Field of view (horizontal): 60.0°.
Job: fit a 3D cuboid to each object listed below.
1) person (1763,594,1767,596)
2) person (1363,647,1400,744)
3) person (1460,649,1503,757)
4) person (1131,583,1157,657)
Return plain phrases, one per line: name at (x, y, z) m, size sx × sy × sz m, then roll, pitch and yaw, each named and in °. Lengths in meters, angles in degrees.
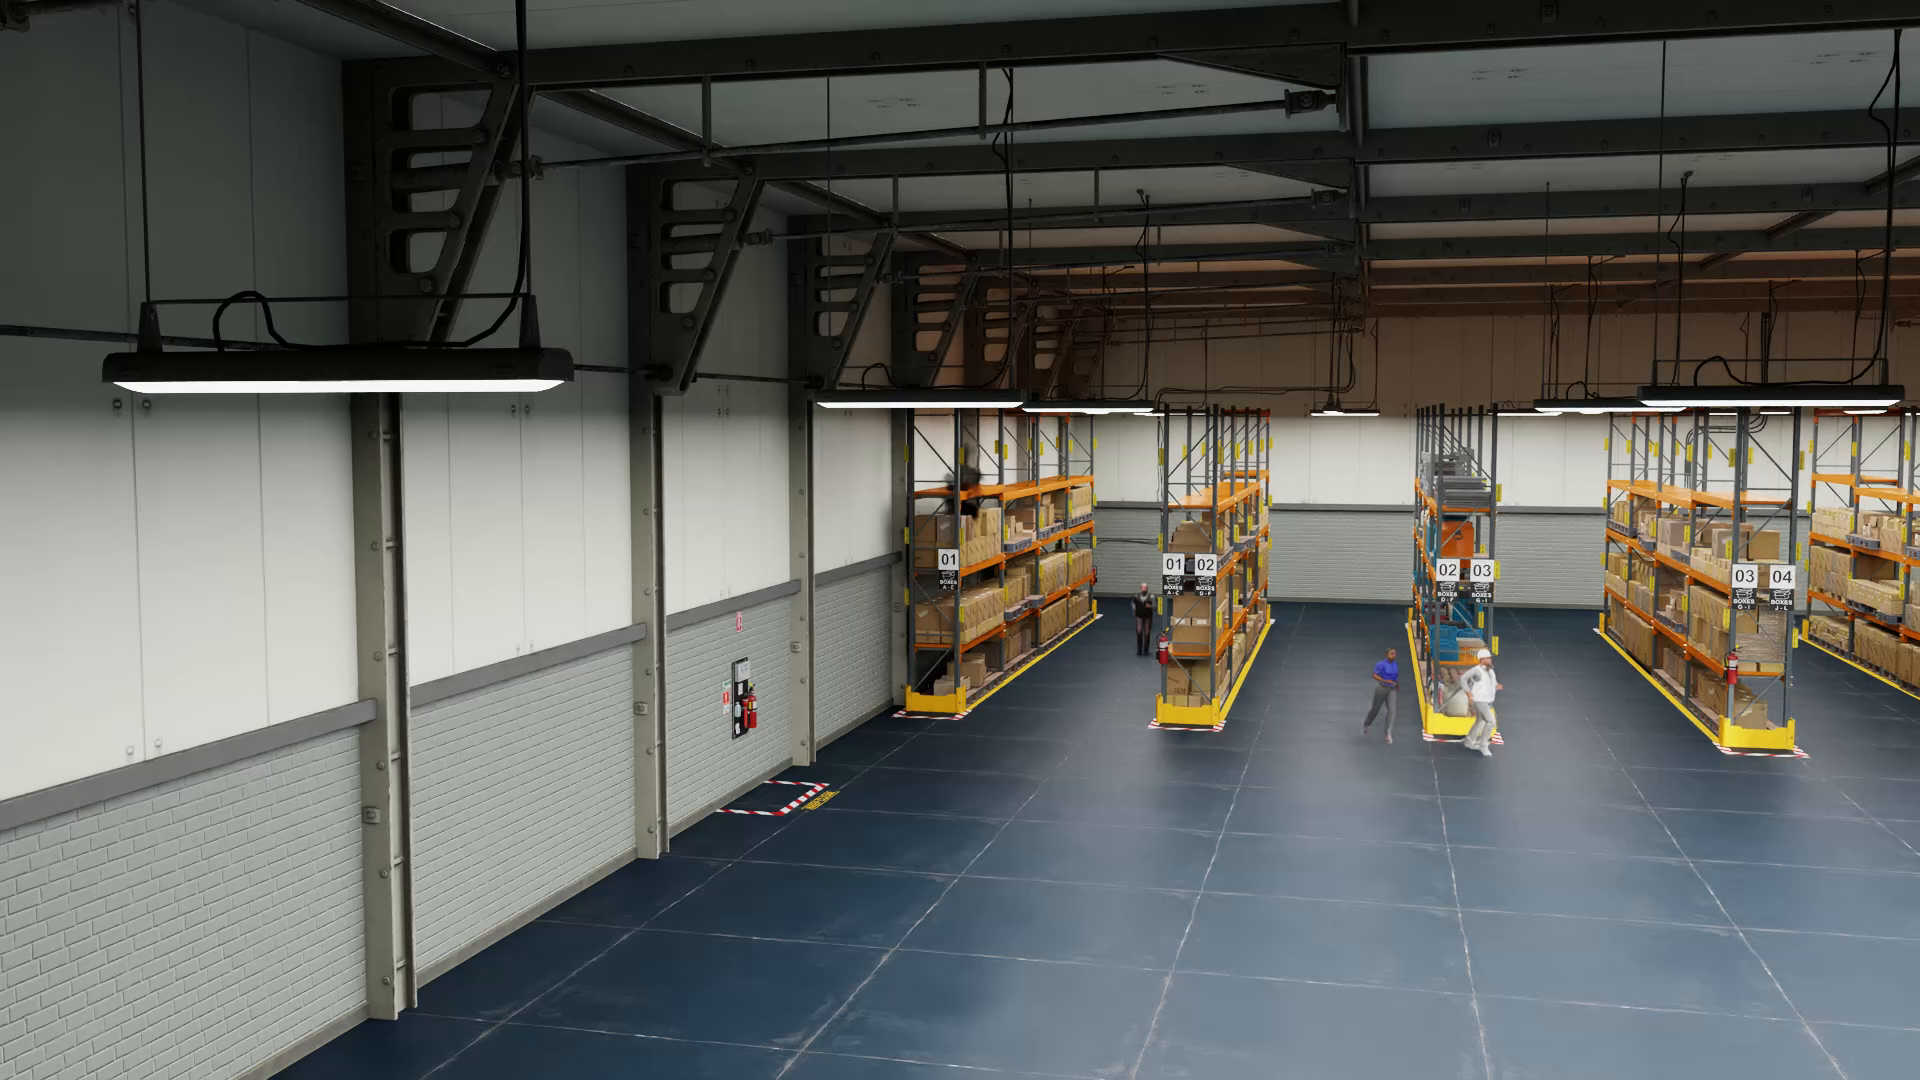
person at (20.957, 1.695, 43.943) m, size 0.855 × 1.664 × 0.591 m, roll -2°, pitch 5°, yaw -25°
person at (7.607, 2.745, 29.680) m, size 0.613 × 1.657 × 0.855 m, roll -1°, pitch 4°, yaw -17°
person at (8.933, 2.774, 28.402) m, size 0.641 × 1.818 × 0.725 m, roll -4°, pitch 6°, yaw -43°
person at (4.455, 1.938, 40.332) m, size 0.641 × 1.781 × 0.727 m, roll 1°, pitch 4°, yaw 9°
